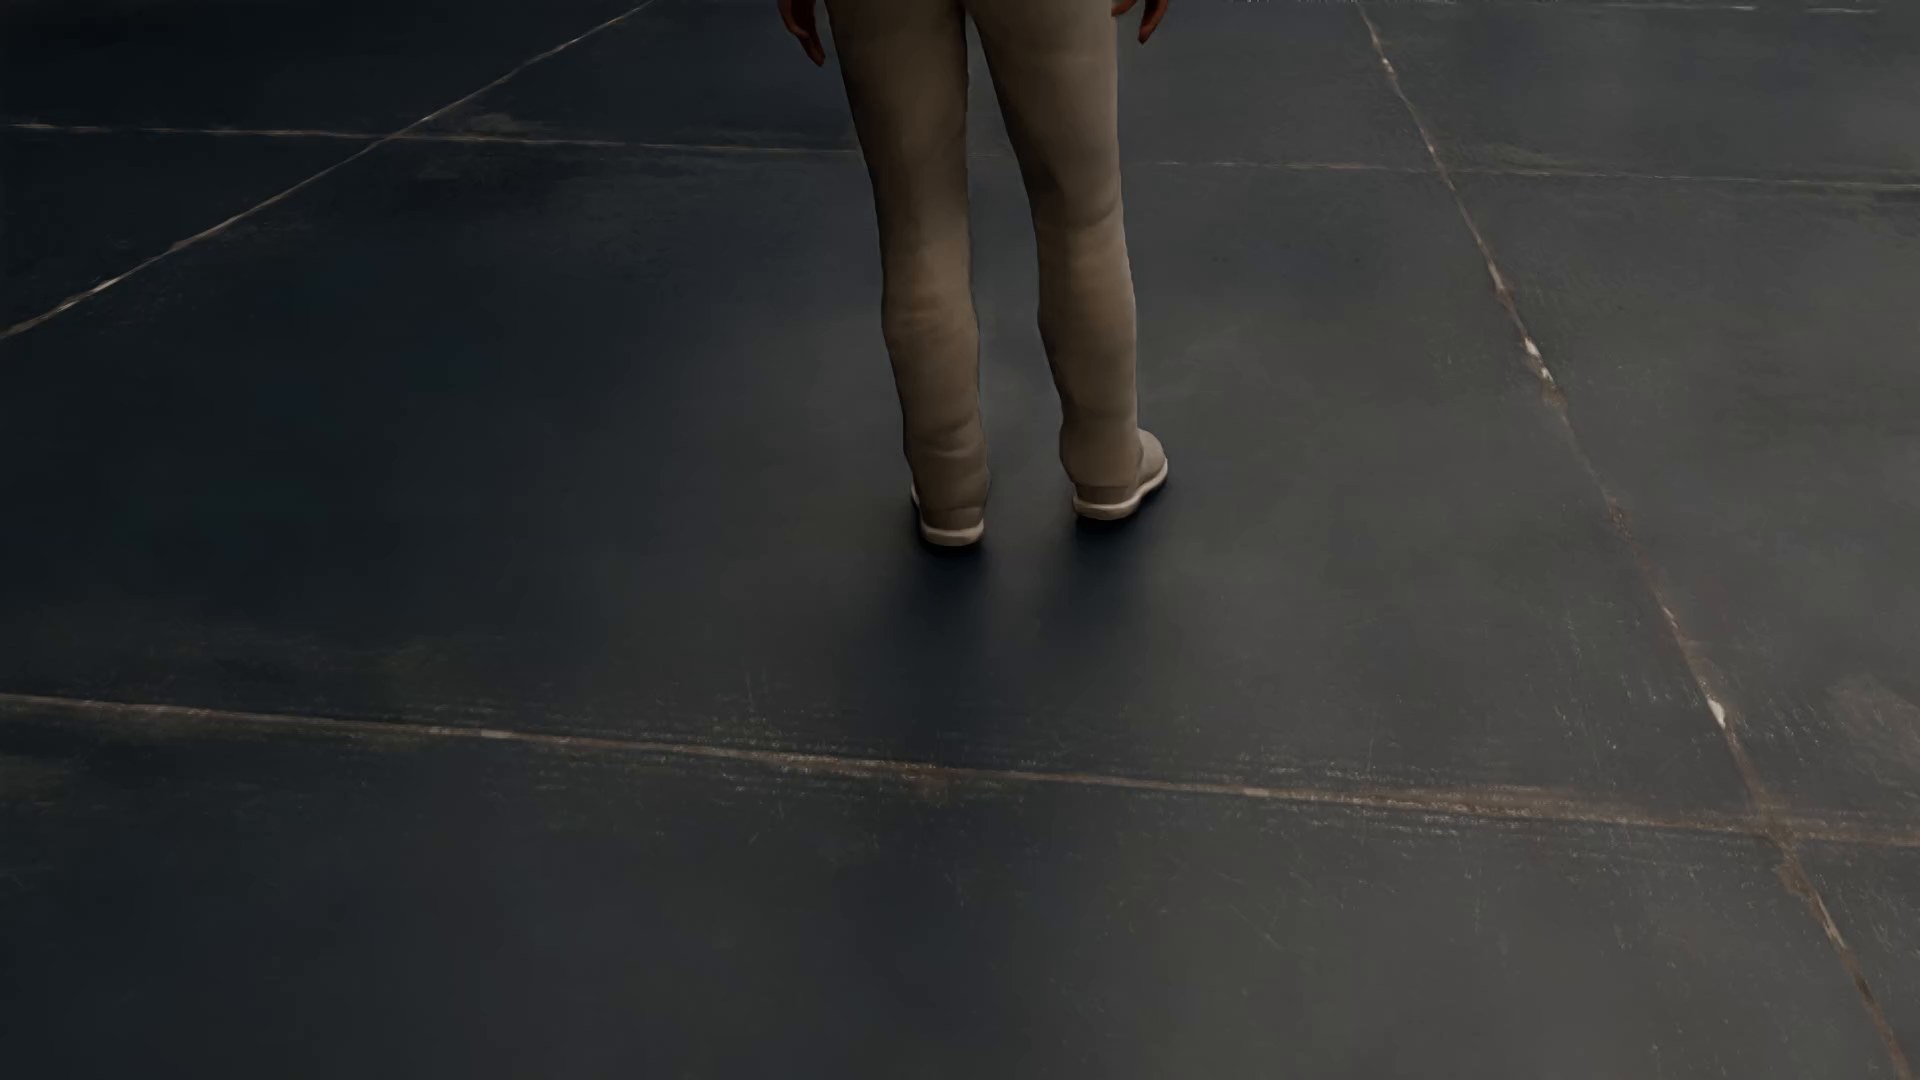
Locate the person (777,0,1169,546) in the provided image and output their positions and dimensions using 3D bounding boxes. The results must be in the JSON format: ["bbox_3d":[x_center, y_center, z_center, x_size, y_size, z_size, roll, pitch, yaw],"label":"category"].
[{"bbox_3d":[0.029,-0.797,2.182,0.570,1.695,0.529,3,27,7],"label":"person"}]
